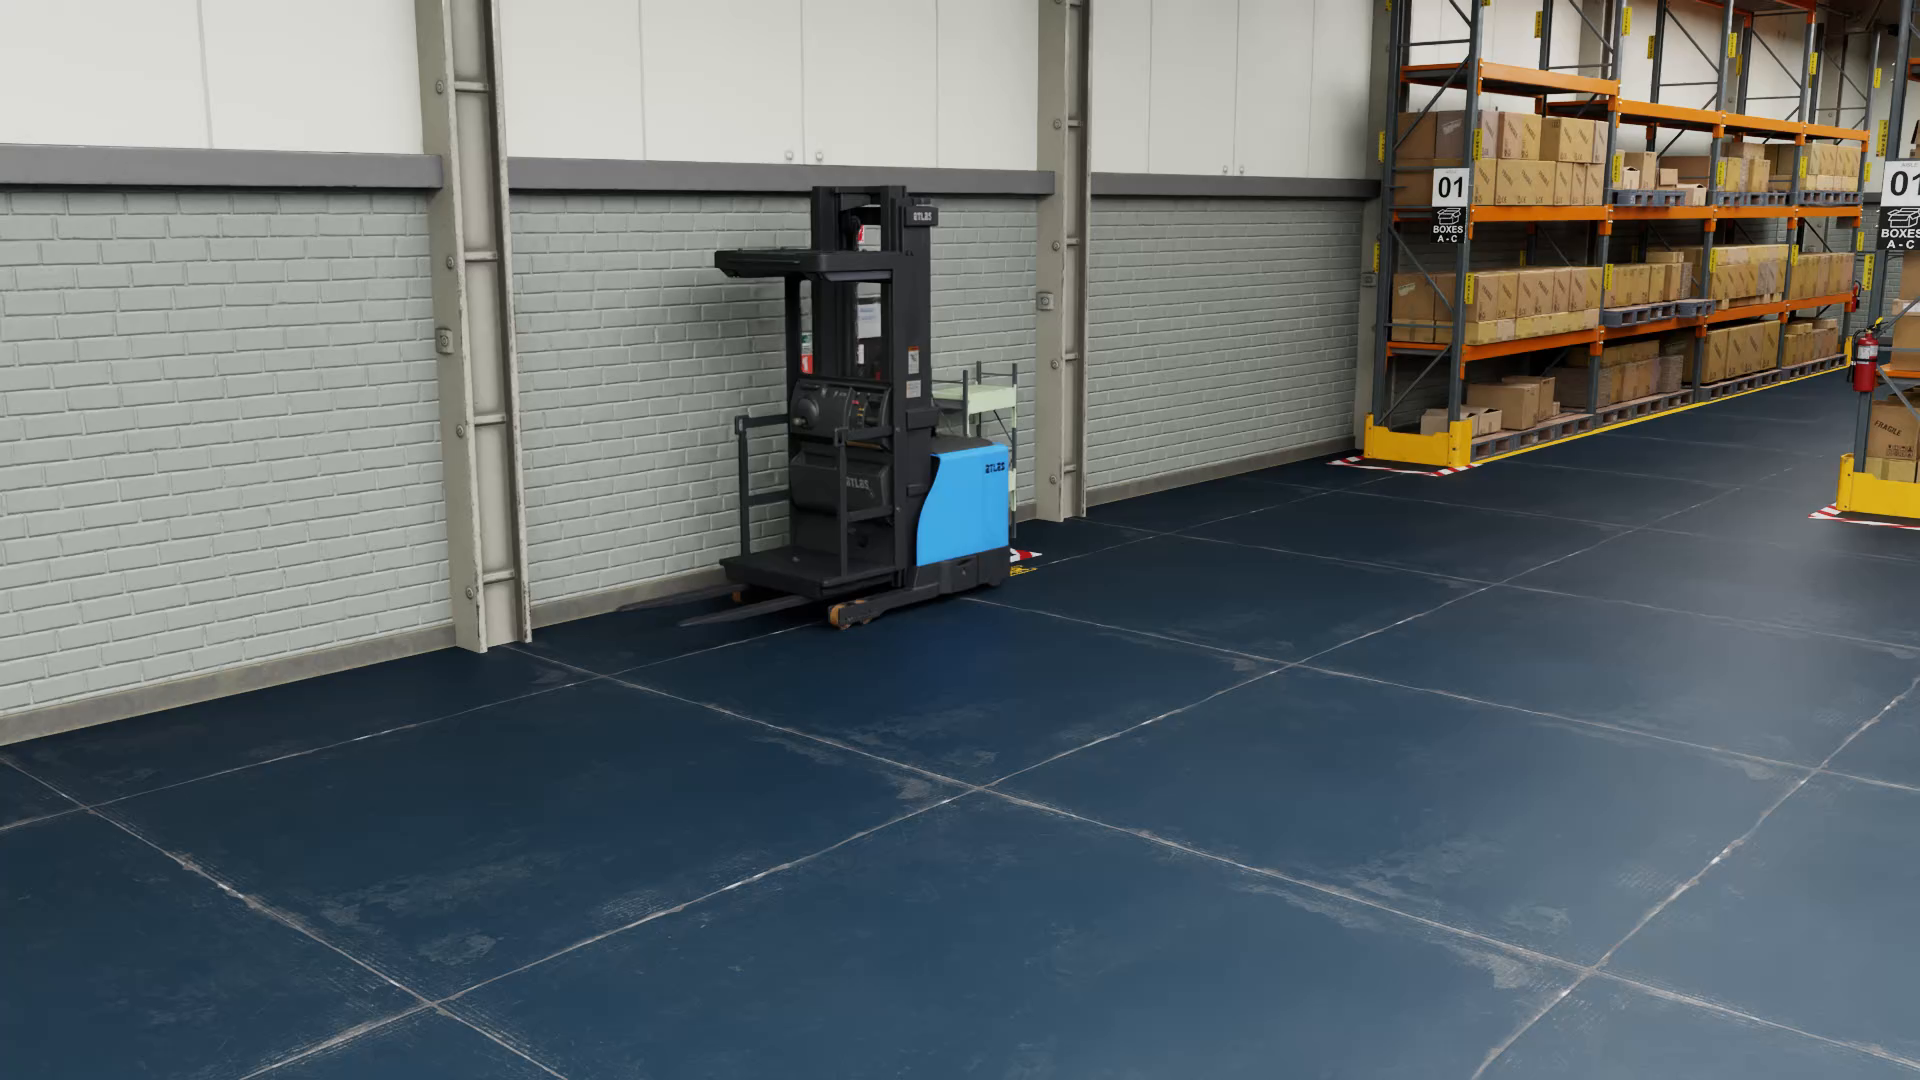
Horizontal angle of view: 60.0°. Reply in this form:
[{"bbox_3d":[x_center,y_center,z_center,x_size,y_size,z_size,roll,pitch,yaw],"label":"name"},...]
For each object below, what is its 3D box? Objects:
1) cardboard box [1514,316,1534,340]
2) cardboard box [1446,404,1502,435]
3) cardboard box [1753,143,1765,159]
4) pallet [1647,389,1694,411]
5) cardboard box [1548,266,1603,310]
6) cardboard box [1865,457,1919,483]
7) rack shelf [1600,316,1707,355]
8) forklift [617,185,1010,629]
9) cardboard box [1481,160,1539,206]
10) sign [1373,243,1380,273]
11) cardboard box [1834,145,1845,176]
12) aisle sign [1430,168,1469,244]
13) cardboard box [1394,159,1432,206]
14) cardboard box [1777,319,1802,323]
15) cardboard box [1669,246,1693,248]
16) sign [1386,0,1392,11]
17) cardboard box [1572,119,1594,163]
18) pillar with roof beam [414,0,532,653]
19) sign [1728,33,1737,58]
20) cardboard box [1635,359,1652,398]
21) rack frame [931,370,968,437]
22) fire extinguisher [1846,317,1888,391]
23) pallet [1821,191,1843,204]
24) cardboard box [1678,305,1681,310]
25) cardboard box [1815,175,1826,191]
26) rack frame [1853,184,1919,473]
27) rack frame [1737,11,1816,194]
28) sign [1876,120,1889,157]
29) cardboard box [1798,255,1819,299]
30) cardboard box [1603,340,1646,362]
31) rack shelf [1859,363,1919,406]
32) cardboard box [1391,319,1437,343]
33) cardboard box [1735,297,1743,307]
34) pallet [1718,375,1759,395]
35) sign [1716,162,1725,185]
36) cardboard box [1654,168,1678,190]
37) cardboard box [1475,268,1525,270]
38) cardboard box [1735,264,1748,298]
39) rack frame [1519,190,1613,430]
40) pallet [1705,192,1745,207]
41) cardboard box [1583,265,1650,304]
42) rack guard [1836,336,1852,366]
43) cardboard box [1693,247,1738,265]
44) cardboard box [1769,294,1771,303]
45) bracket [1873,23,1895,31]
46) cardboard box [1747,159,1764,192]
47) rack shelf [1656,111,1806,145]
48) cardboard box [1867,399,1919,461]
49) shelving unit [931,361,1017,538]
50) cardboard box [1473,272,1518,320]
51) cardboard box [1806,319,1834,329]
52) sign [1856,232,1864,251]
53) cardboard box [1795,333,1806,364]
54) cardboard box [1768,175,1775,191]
[{"bbox_3d":[6.299,-2.469,19.246,0.500,0.250,0.500,9,15,39],"label":"cardboard box"},{"bbox_3d":[5.966,-1.421,19.407,0.500,0.311,0.500,-11,15,-43],"label":"cardboard box"},{"bbox_3d":[12.307,-6.106,26.172,0.500,0.250,0.500,-11,16,-43],"label":"cardboard box"},{"bbox_3d":[9.829,-2.044,23.907,1.003,0.211,1.213,10,15,40],"label":"pallet"},{"bbox_3d":[7.626,-3.132,20.653,0.500,0.500,0.500,10,15,40],"label":"cardboard box"},{"bbox_3d":[8.921,-0.684,15.926,0.500,0.250,0.500,10,15,40],"label":"cardboard box"},{"bbox_3d":[9.026,-2.879,22.806,1.077,0.370,4.000,10,15,40],"label":"rack shelf"},{"bbox_3d":[-0.980,-0.948,11.473,1.130,2.935,3.031,10,15,41],"label":"forklift"},{"bbox_3d":[6.195,-4.047,18.852,0.500,0.500,0.500,11,16,43],"label":"cardboard box"},{"bbox_3d":[4.662,-3.147,18.546,0.100,0.325,0.005,10,15,40],"label":"sign"},{"bbox_3d":[14.672,-6.431,28.231,0.500,0.500,0.500,9,14,38],"label":"cardboard box"},{"bbox_3d":[5.243,-3.575,17.814,0.394,0.787,0.004,10,15,40],"label":"aisle sign"},{"bbox_3d":[5.150,-3.973,18.482,0.500,0.500,0.500,-11,16,-43],"label":"cardboard box"},{"bbox_3d":[14.506,-3.781,29.138,0.380,0.149,0.250,10,15,41],"label":"cardboard box"},{"bbox_3d":[10.795,-4.275,24.976,0.500,0.250,0.500,9,14,39],"label":"cardboard box"},{"bbox_3d":[4.662,-5.902,17.996,0.100,0.325,0.005,10,15,40],"label":"sign"},{"bbox_3d":[7.223,-4.767,19.902,0.500,0.500,0.500,11,16,43],"label":"cardboard box"},{"bbox_3d":[0.190,-3.184,7.178,9.100,9.000,0.400,10,15,40],"label":"pillar with roof beam"},{"bbox_3d":[10.760,-6.897,23.178,0.100,0.325,0.005,10,15,40],"label":"sign"},{"bbox_3d":[9.176,-2.266,23.158,0.700,0.500,0.500,10,15,40],"label":"cardboard box"},{"bbox_3d":[-0.106,-0.655,13.662,0.400,1.500,0.023,8,14,34],"label":"rack frame"},{"bbox_3d":[8.362,-1.714,15.333,0.296,0.674,0.183,10,15,40],"label":"fire extinguisher"},{"bbox_3d":[14.340,-5.840,28.361,1.003,0.211,1.213,10,15,40],"label":"pallet"},{"bbox_3d":[10.737,-3.432,24.324,0.380,0.149,0.250,9,15,40],"label":"cardboard box"},{"bbox_3d":[13.988,-5.908,27.530,0.500,0.250,0.500,9,15,39],"label":"cardboard box"},{"bbox_3d":[8.789,-1.710,15.112,1.000,3.000,0.127,10,15,40],"label":"rack frame"},{"bbox_3d":[12.987,-7.057,26.568,1.000,3.000,0.127,10,15,40],"label":"rack frame"},{"bbox_3d":[8.390,-3.648,15.101,0.100,0.325,0.005,10,15,40],"label":"sign"},{"bbox_3d":[13.843,-4.446,28.049,0.980,0.700,0.700,9,15,39],"label":"cardboard box"},{"bbox_3d":[9.151,-2.619,23.012,0.500,0.250,0.500,10,15,40],"label":"cardboard box"},{"bbox_3d":[10.109,-1.651,16.656,1.077,0.370,4.000,10,15,40],"label":"rack shelf"},{"bbox_3d":[5.228,-2.380,18.798,0.500,0.250,0.500,10,15,41],"label":"cardboard box"},{"bbox_3d":[11.742,-3.659,25.461,0.380,0.149,0.250,10,15,41],"label":"cardboard box"},{"bbox_3d":[11.729,-2.444,25.908,1.003,0.211,1.213,10,15,40],"label":"pallet"},{"bbox_3d":[10.752,-5.180,23.512,0.100,0.325,0.005,10,15,40],"label":"sign"},{"bbox_3d":[9.421,-4.879,23.008,0.637,0.503,0.797,-10,15,-40],"label":"cardboard box"},{"bbox_3d":[6.561,-3.052,20.248,0.500,0.500,0.500,10,15,42],"label":"cardboard box"},{"bbox_3d":[11.540,-3.918,25.105,0.500,0.500,0.500,10,15,40],"label":"cardboard box"},{"bbox_3d":[7.706,-2.938,21.262,1.000,3.000,0.127,10,15,40],"label":"rack frame"},{"bbox_3d":[10.731,-5.006,24.442,1.213,0.211,1.003,11,16,43],"label":"pallet"},{"bbox_3d":[8.853,-3.455,22.475,0.500,0.500,0.700,-10,15,-40],"label":"cardboard box"},{"bbox_3d":[15.643,-3.481,30.364,1.175,0.500,0.348,10,15,40],"label":"rack guard"},{"bbox_3d":[11.194,-4.212,24.658,0.500,0.250,0.500,9,15,40],"label":"cardboard box"},{"bbox_3d":[12.622,-3.843,26.383,0.380,0.149,0.250,10,15,42],"label":"cardboard box"},{"bbox_3d":[18.475,-10.197,33.097,0.076,0.066,3.189,10,15,40],"label":"bracket"},{"bbox_3d":[12.004,-5.645,25.780,0.700,0.500,0.500,9,15,39],"label":"cardboard box"},{"bbox_3d":[11.666,-6.214,25.204,1.077,0.370,4.000,10,15,40],"label":"rack shelf"},{"bbox_3d":[8.919,-1.052,15.854,0.500,0.500,0.500,10,15,40],"label":"cardboard box"},{"bbox_3d":[0.103,-0.714,13.957,0.431,1.500,0.755,8,14,34],"label":"shelving unit"},{"bbox_3d":[5.940,-2.756,18.770,0.500,0.500,0.500,10,15,41],"label":"cardboard box"},{"bbox_3d":[15.124,-3.806,29.260,0.380,0.149,0.250,10,15,42],"label":"cardboard box"},{"bbox_3d":[16.025,-5.315,29.604,0.100,0.325,0.005,10,15,40],"label":"sign"},{"bbox_3d":[13.891,-3.265,28.211,0.700,0.500,0.500,10,15,40],"label":"cardboard box"},{"bbox_3d":[13.262,-5.898,27.481,0.500,0.250,0.500,10,15,41],"label":"cardboard box"}]
